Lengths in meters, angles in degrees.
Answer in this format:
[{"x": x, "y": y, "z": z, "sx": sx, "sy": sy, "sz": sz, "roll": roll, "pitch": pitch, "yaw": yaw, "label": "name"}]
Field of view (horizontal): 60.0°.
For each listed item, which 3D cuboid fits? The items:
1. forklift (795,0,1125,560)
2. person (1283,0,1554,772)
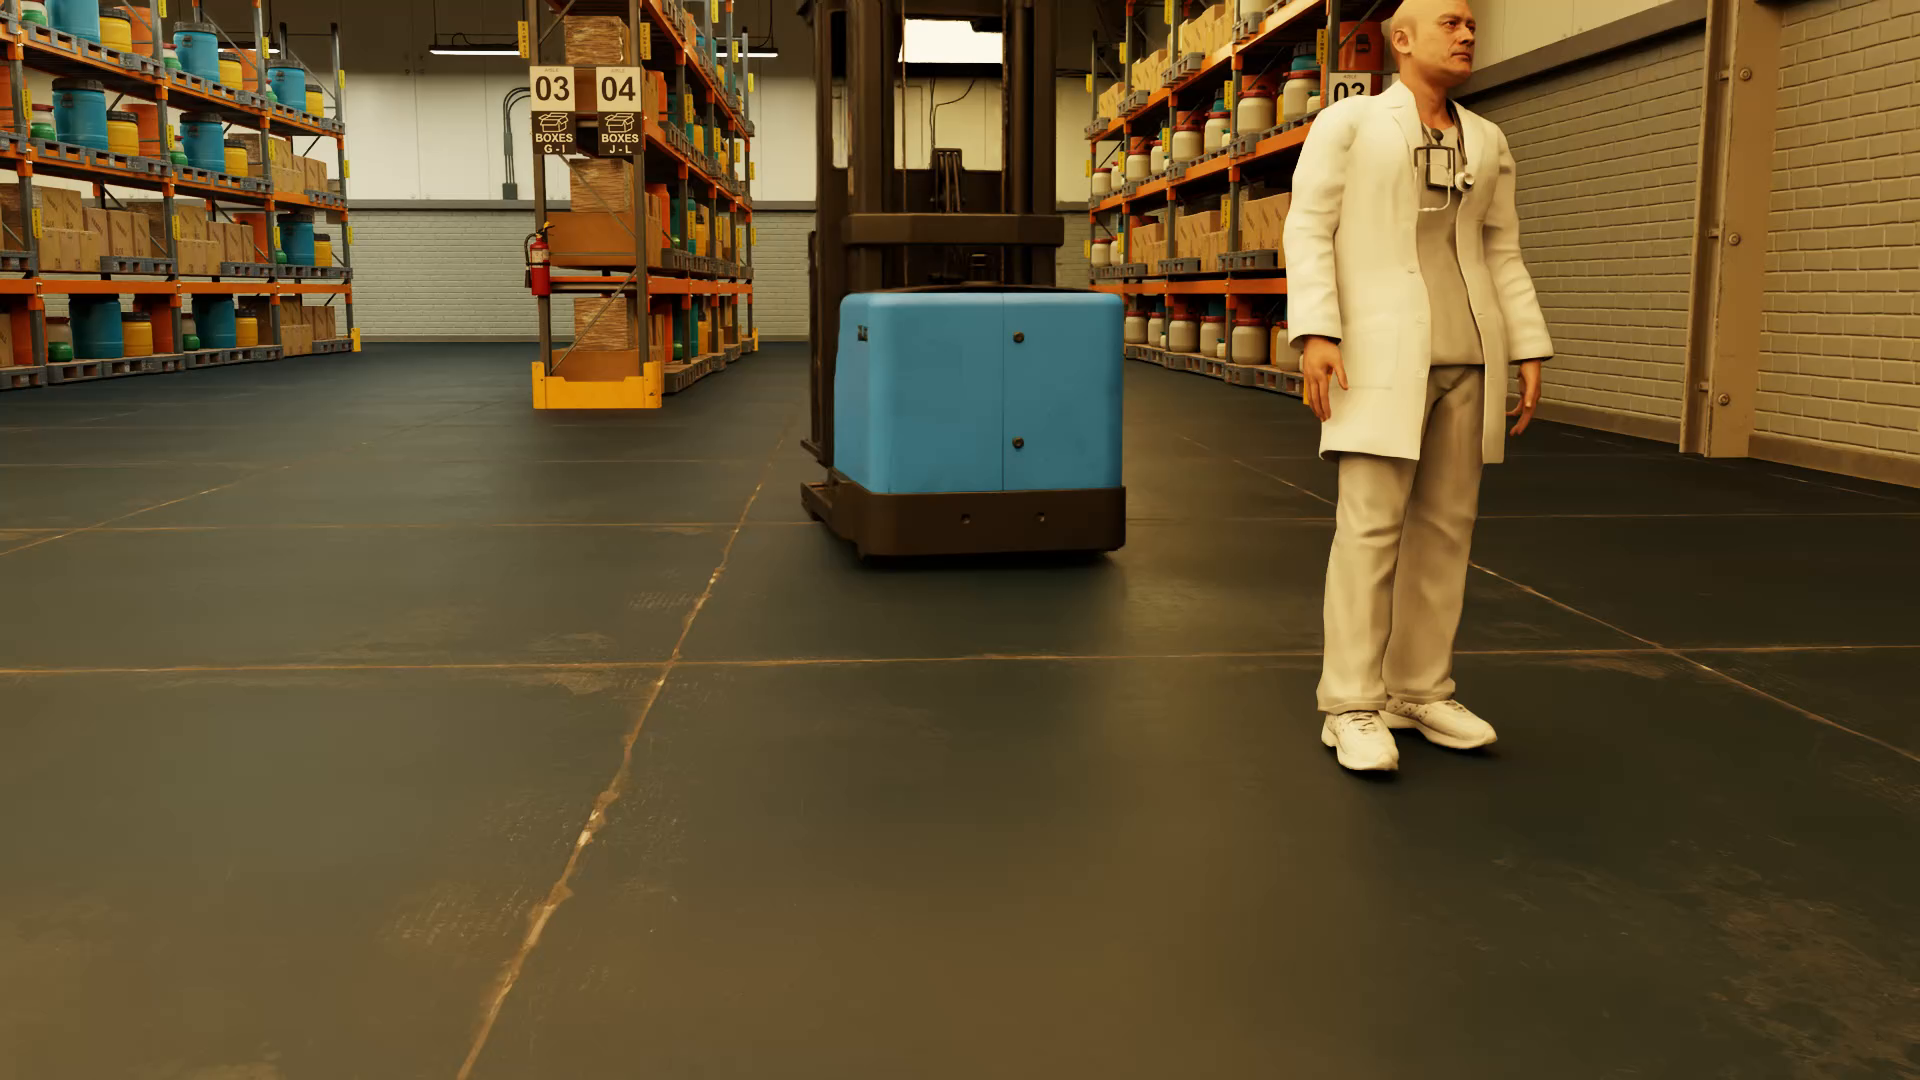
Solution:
[{"x": -0.160, "y": -1.547, "z": 7.751, "sx": 1.130, "sy": 2.935, "sz": 3.031, "roll": -2, "pitch": 9, "yaw": -12, "label": "forklift"}, {"x": 1.121, "y": -0.398, "z": 3.888, "sx": 0.694, "sy": 1.776, "sz": 0.581, "roll": -3, "pitch": 9, "yaw": -17, "label": "person"}]
